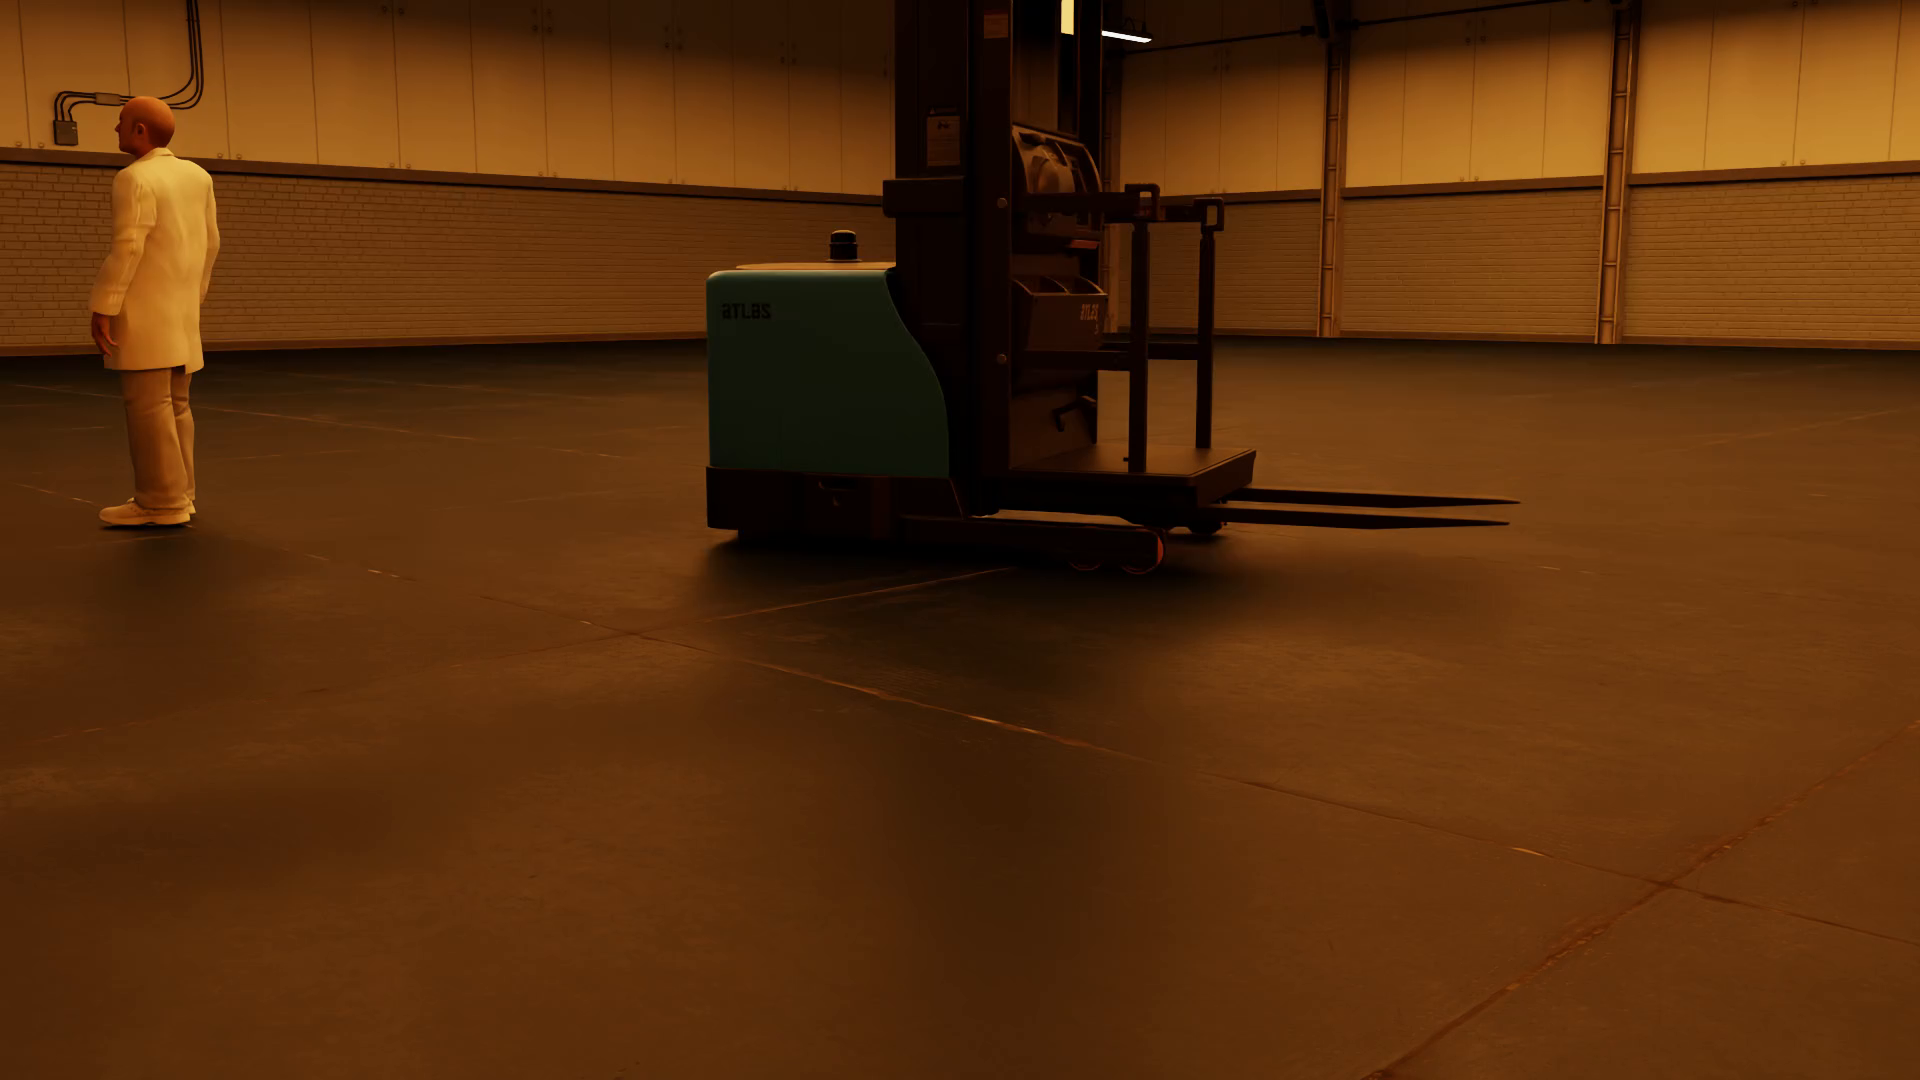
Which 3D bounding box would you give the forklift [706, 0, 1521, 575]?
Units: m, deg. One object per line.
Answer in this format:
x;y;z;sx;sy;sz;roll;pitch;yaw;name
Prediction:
0.565;-1.416;6.275;3.031;2.935;1.130;3;9;22;forklift

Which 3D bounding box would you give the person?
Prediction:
-3.488;-0.950;7.012;0.575;1.776;0.694;1;9;8;person
